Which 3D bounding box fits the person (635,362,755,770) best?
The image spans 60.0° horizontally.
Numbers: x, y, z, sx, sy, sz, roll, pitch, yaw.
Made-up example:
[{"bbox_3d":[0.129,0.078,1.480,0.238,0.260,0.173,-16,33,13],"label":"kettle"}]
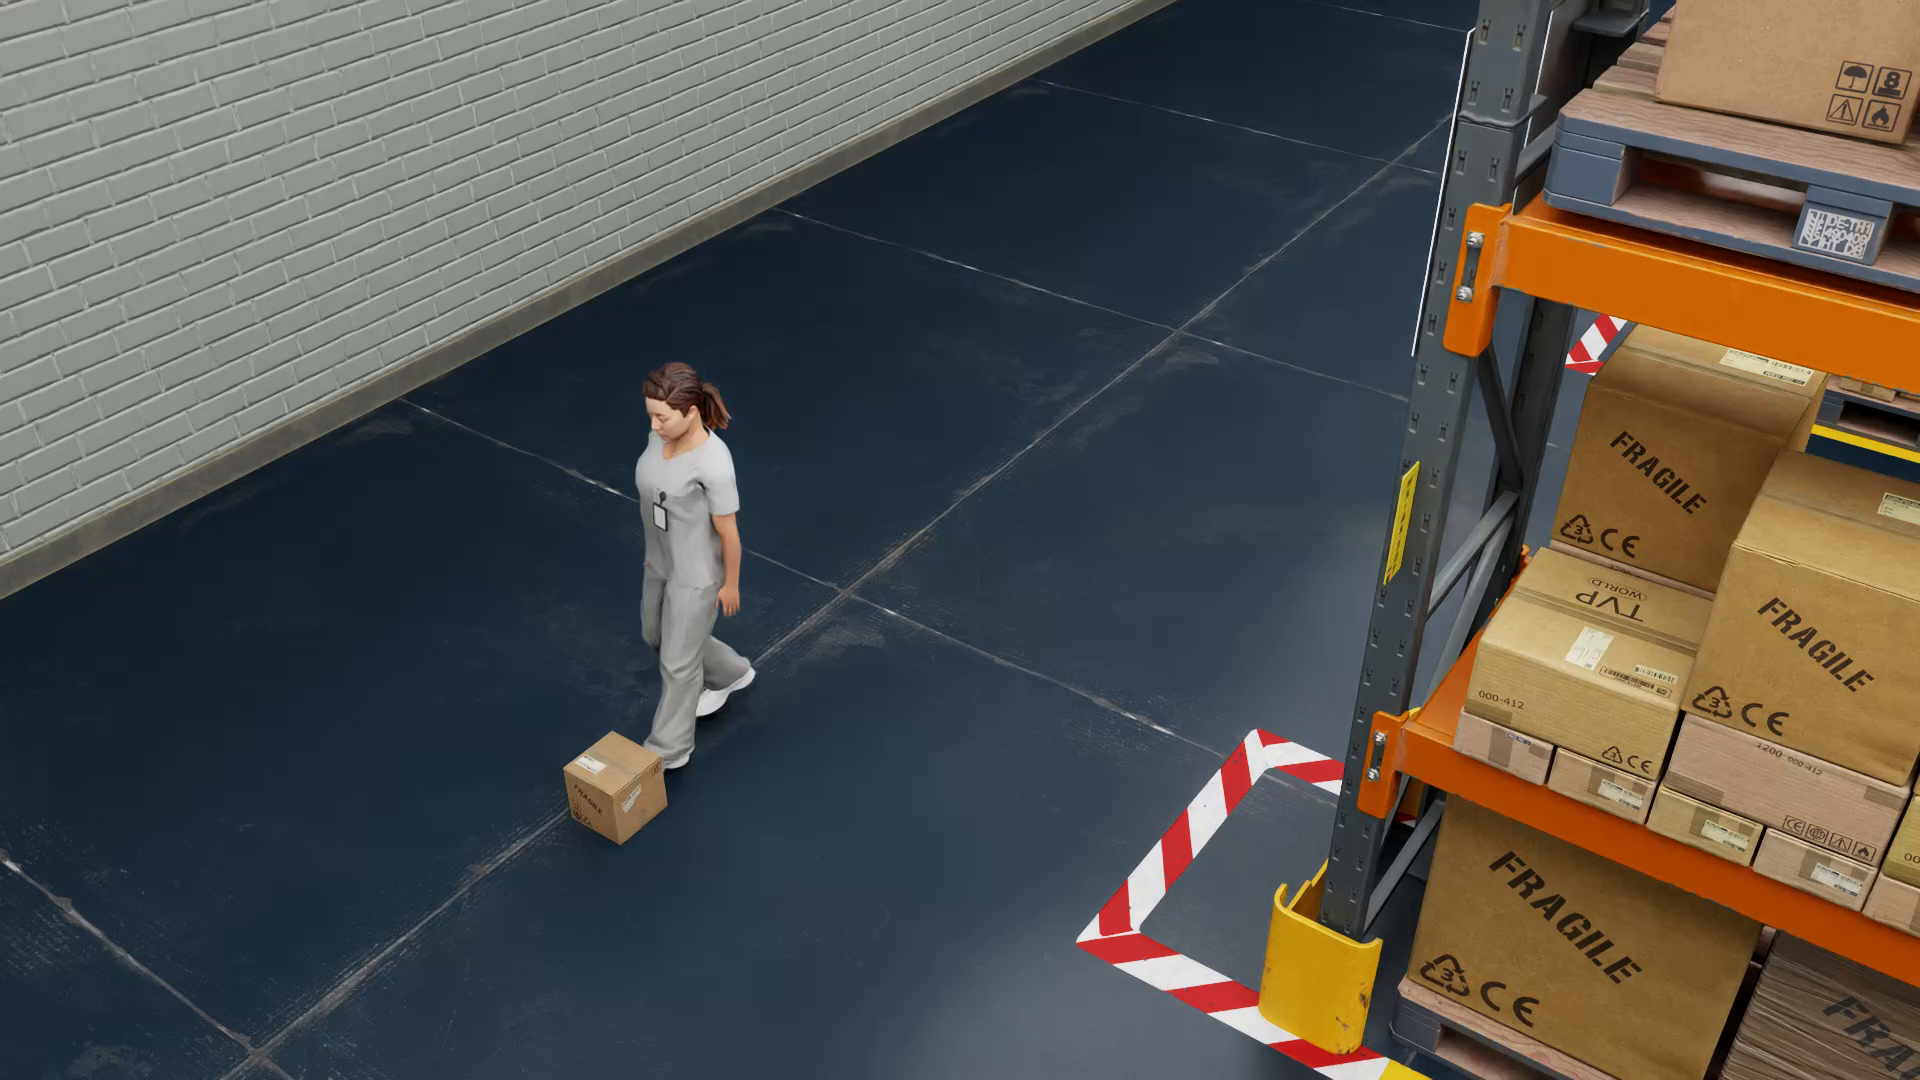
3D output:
[{"bbox_3d":[-1.018,0.119,5.952,0.700,1.657,0.460,-25,42,-31],"label":"person"}]
